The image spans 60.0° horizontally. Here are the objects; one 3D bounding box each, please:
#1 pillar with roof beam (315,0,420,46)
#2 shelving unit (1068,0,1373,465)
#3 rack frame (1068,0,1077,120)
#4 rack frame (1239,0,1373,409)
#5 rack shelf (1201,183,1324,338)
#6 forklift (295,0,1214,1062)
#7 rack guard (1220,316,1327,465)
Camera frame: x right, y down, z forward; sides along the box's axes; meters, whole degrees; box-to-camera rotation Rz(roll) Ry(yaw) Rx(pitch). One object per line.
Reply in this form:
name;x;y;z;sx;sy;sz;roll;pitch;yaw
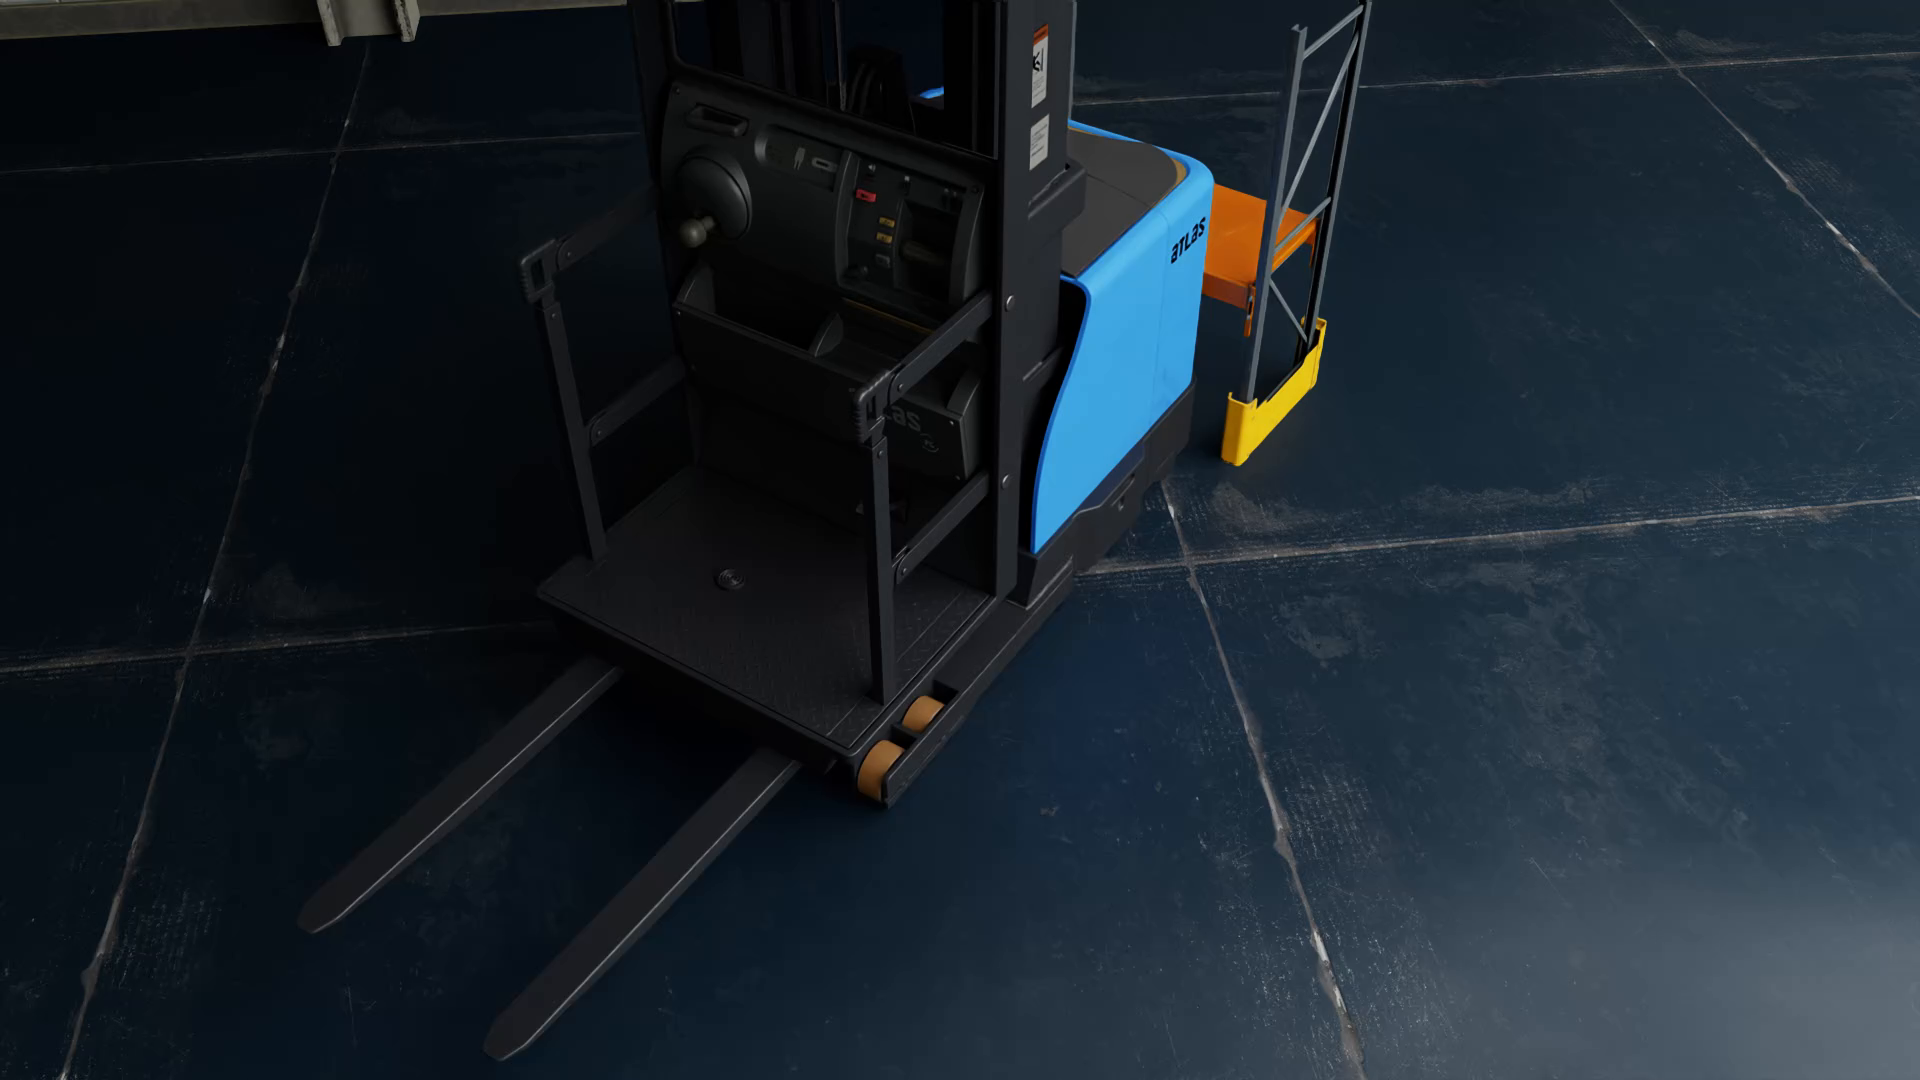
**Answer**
pillar with roof beam;-2.244;-2.927;1.777;0.400;9.000;9.100;-5;42;-6
shelving unit;0.657;-1.170;5.427;1.083;1.500;0.587;25;48;25
rack frame;0.234;-1.370;5.649;0.032;1.500;0.500;25;48;25
rack frame;1.064;-0.977;5.213;0.032;1.500;0.500;25;48;25
rack shelf;0.649;-1.040;5.551;1.000;0.185;0.538;25;48;25
forklift;-0.463;-0.748;3.891;1.130;2.935;3.031;24;47;24
rack guard;1.063;-0.513;5.632;0.087;0.250;0.587;25;48;25
